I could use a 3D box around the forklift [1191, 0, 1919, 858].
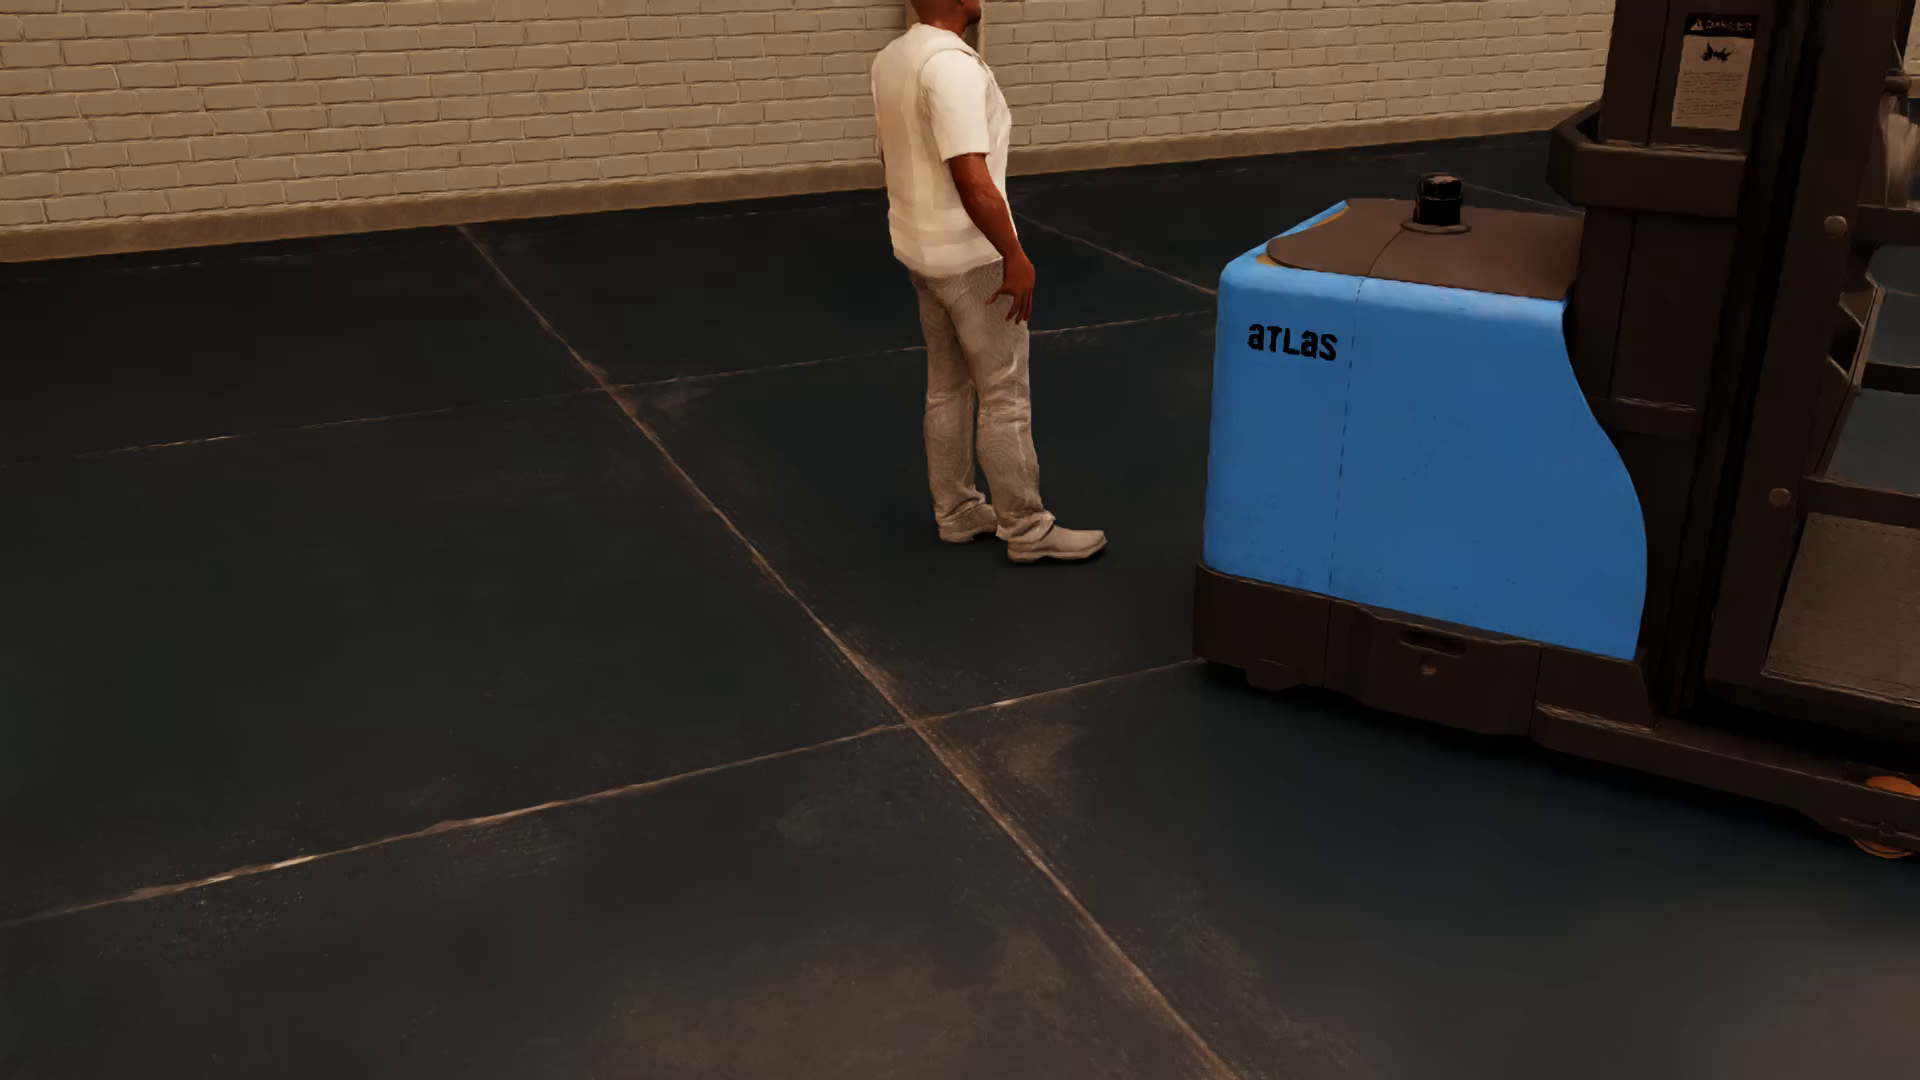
[{"bbox_3d":[2.128,-0.882,3.409,3.031,2.935,1.130,12,26,28],"label":"forklift"}]

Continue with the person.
[{"bbox_3d":[0.065,-0.832,4.788,0.576,1.766,0.665,-10,25,-23],"label":"person"}]
